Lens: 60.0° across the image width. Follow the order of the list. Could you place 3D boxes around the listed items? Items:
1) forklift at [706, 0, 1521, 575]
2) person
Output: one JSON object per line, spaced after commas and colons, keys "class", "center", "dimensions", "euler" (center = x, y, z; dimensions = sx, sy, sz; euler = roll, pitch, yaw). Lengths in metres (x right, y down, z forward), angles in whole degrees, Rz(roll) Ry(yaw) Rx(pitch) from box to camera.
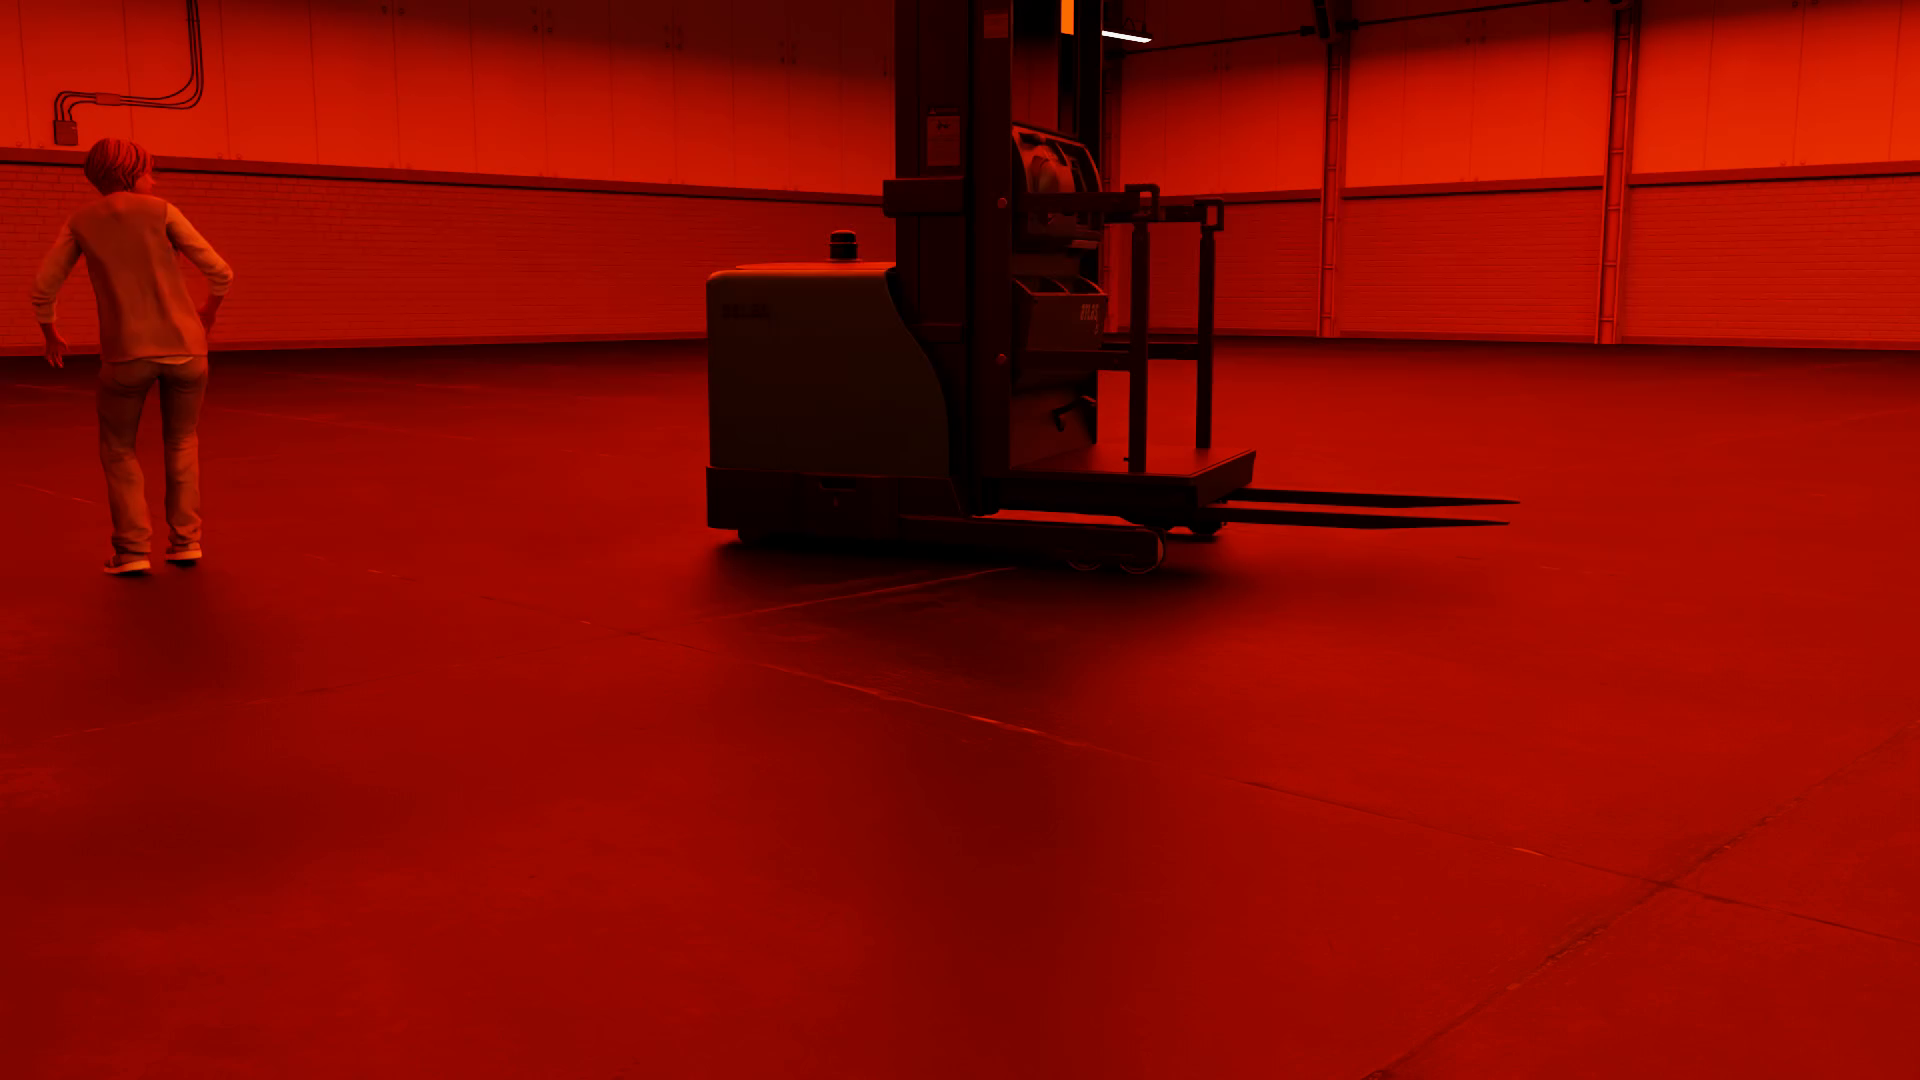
{"class": "forklift", "center": [0.565, -1.416, 6.275], "dimensions": [3.031, 2.935, 1.130], "euler": [3, 9, 22]}
{"class": "person", "center": [-2.946, -0.649, 5.961], "dimensions": [0.656, 1.545, 0.484], "euler": [-4, 10, -27]}
